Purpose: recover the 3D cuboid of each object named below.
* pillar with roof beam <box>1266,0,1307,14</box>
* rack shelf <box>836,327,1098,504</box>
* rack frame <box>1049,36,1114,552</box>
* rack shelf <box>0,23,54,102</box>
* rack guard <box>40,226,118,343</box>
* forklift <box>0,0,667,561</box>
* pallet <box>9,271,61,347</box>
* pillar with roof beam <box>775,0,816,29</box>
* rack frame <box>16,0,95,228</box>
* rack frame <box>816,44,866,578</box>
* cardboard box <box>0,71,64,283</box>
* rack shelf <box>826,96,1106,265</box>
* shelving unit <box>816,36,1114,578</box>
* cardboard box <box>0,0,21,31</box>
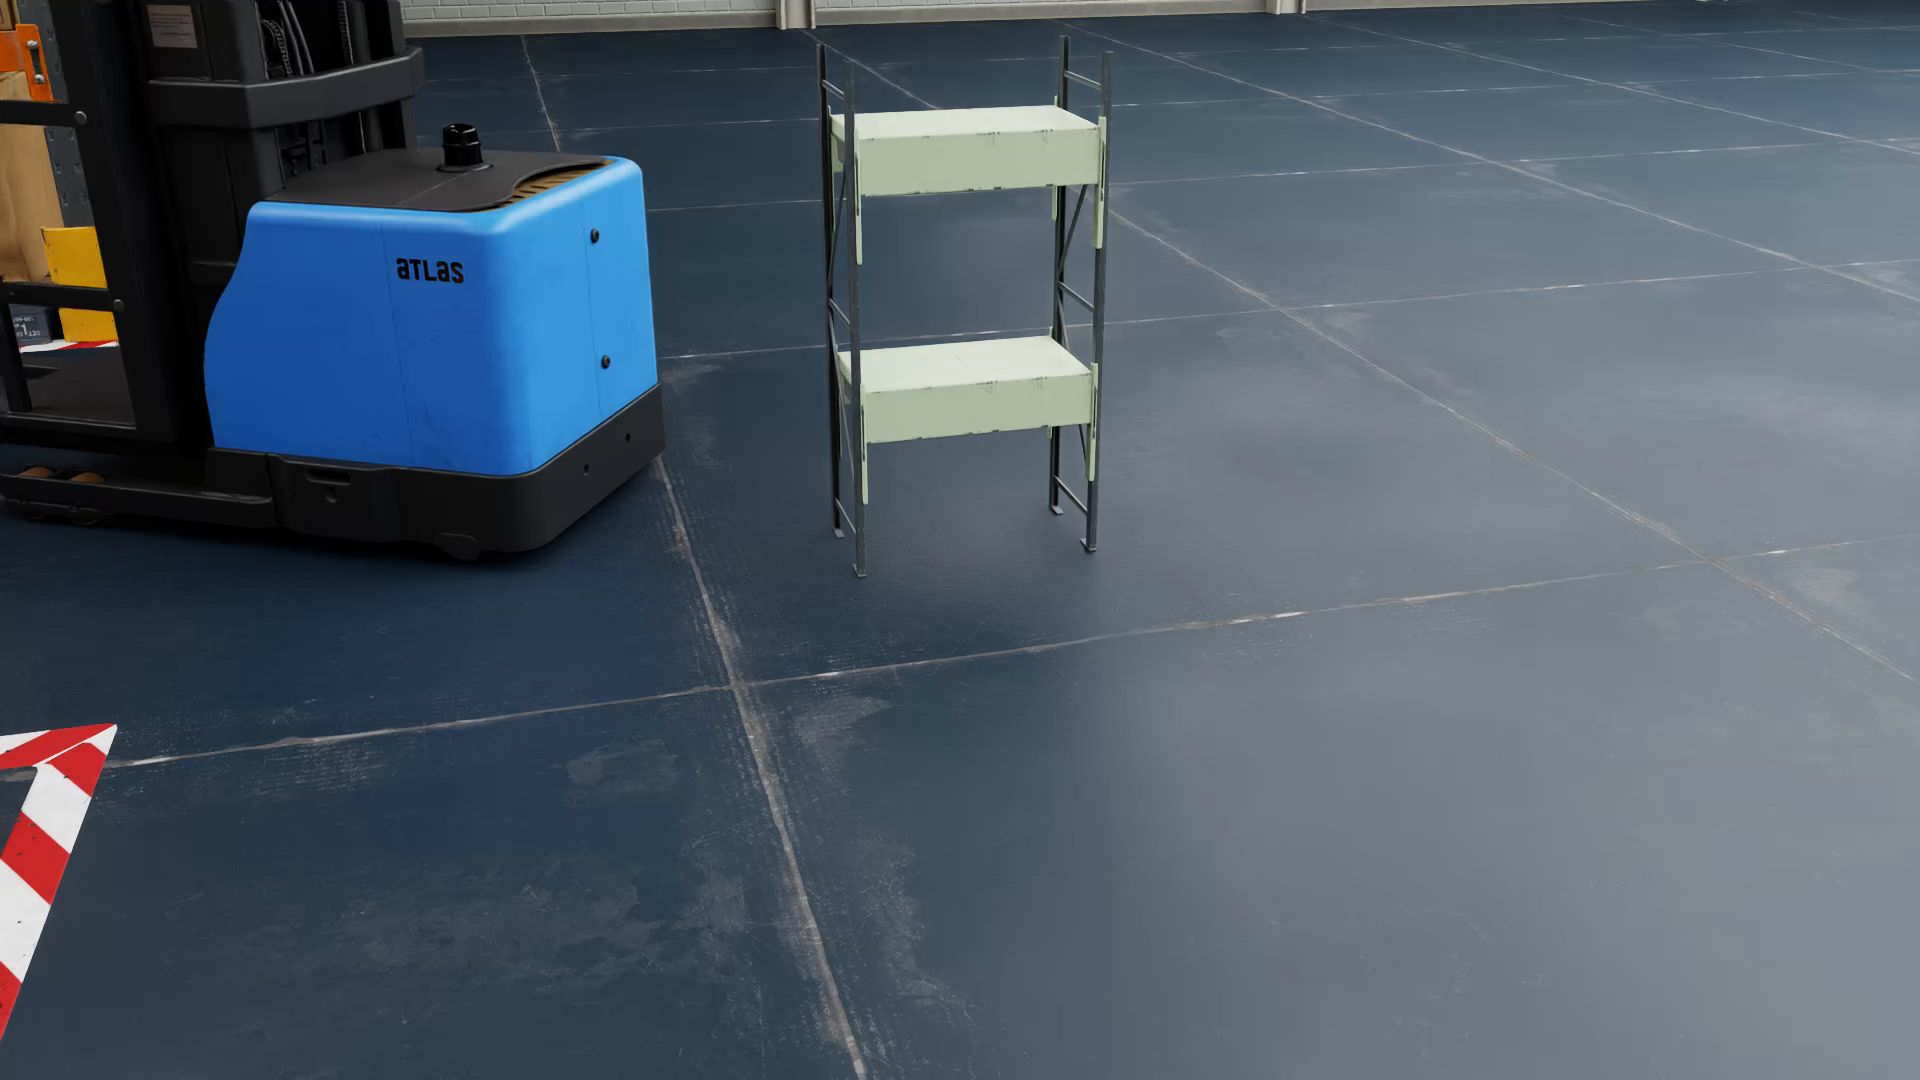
[{"bbox_3d":[5.100,-8.891,14.558,0.400,9.000,9.100,-6,24,-14],"label":"pillar with roof beam"},{"bbox_3d":[0.006,-0.390,5.084,0.720,0.370,0.431,-6,24,-14],"label":"rack shelf"},{"bbox_3d":[0.359,-0.729,5.047,0.023,1.500,0.400,-6,24,-14],"label":"rack frame"},{"bbox_3d":[-5.849,-1.926,6.846,4.000,0.370,1.077,-6,24,-14],"label":"rack shelf"},{"bbox_3d":[-3.901,-1.323,7.700,0.348,0.500,1.175,-6,24,-14],"label":"rack guard"},{"bbox_3d":[-2.602,-1.587,5.232,3.031,2.935,1.130,6,24,14],"label":"forklift"},{"bbox_3d":[-4.673,-1.073,7.483,1.213,0.211,1.003,-6,24,-14],"label":"pallet"},{"bbox_3d":[-0.677,-8.252,13.069,0.400,9.000,9.100,-6,24,-14],"label":"pillar with roof beam"},{"bbox_3d":[-3.924,-2.469,7.201,0.127,3.000,1.000,-6,24,-14],"label":"rack frame"},{"bbox_3d":[-0.346,-0.651,4.865,0.023,1.500,0.400,-6,24,-14],"label":"rack frame"},{"bbox_3d":[-4.559,-1.589,7.310,0.875,0.875,0.875,-6,24,-14],"label":"cardboard box"},{"bbox_3d":[0.006,-1.049,4.802,0.720,0.370,0.431,-6,24,-14],"label":"rack shelf"},{"bbox_3d":[0.006,-0.690,4.956,0.755,1.500,0.431,-6,24,-14],"label":"shelving unit"},{"bbox_3d":[-4.269,-2.482,7.039,0.550,0.550,0.875,-6,24,-14],"label":"cardboard box"}]
